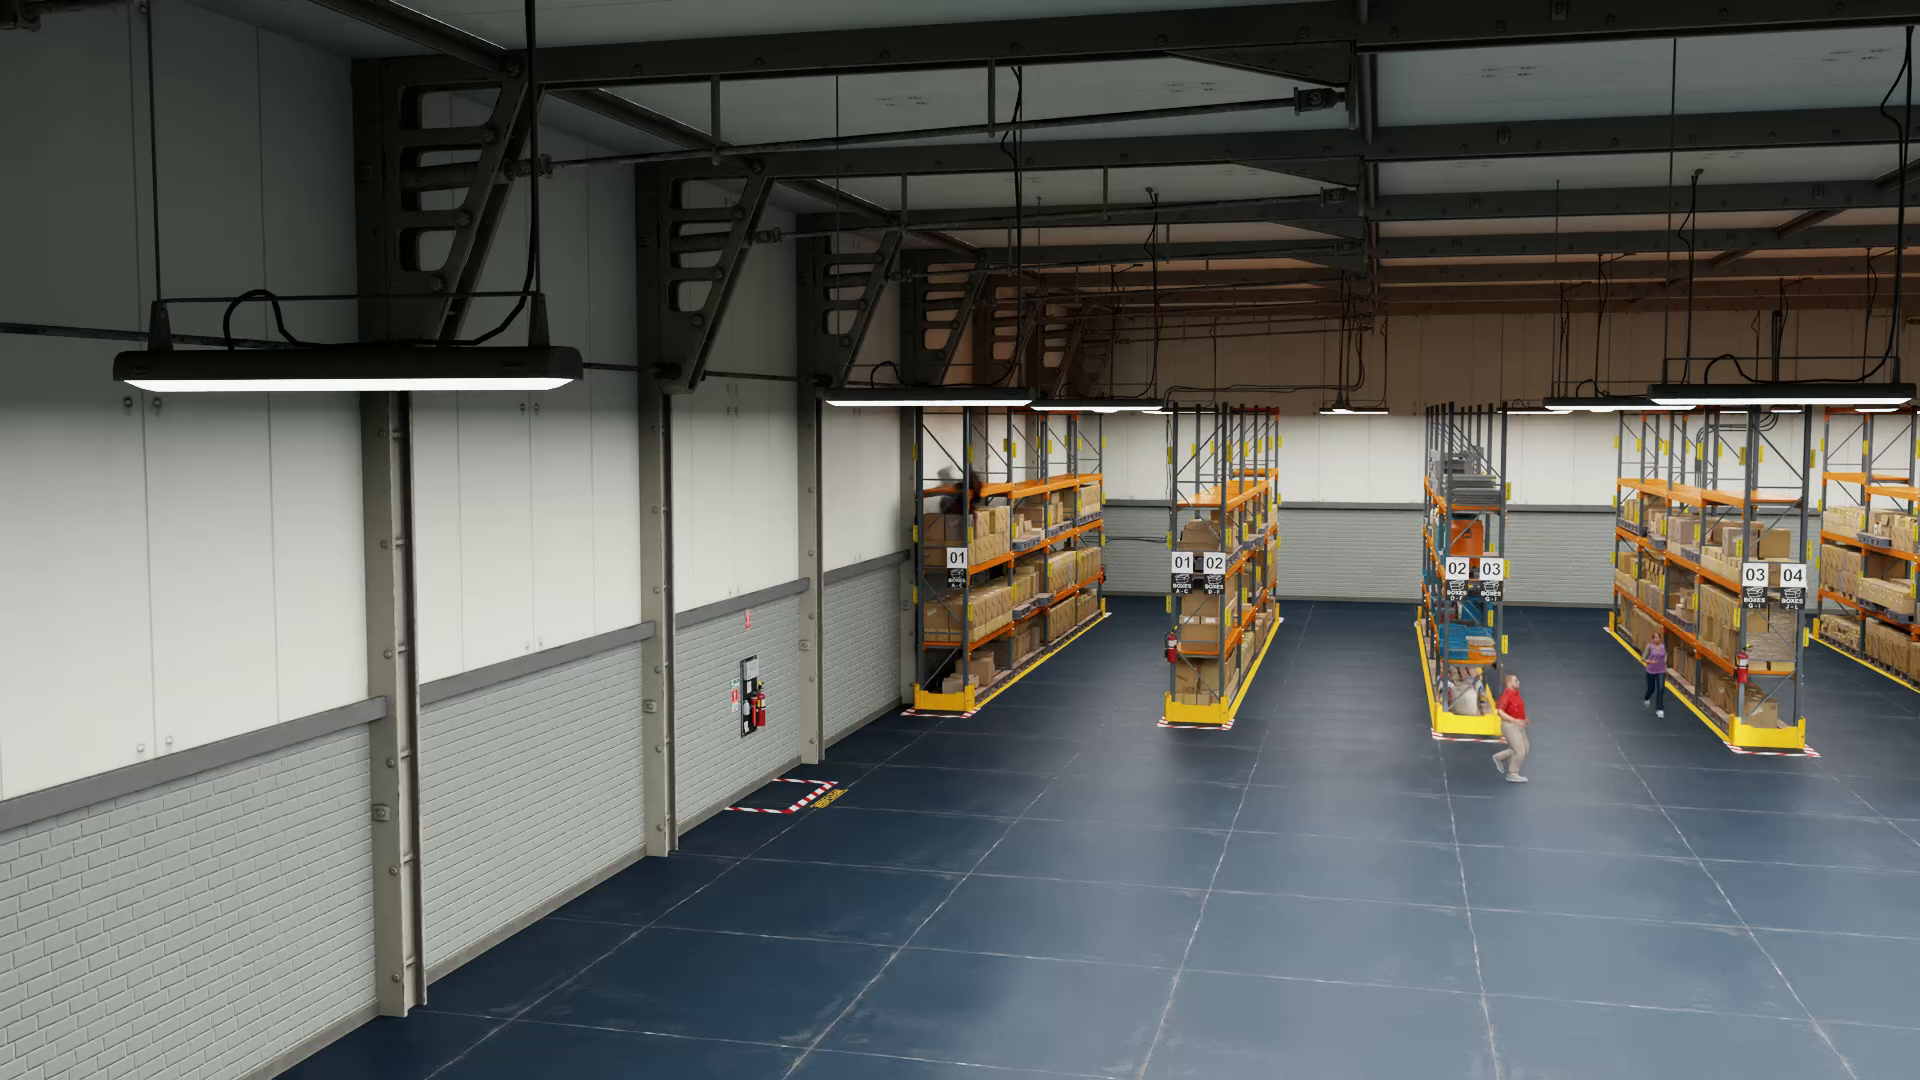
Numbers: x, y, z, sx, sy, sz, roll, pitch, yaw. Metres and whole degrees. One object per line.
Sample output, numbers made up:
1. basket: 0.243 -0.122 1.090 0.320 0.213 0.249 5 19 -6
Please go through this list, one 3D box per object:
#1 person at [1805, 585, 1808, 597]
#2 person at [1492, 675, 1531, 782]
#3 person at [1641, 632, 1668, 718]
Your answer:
1. person: 22.109 1.621 43.990 0.570 1.709 0.746 -2 4 -20
2. person: 8.664 2.949 26.174 0.629 1.672 0.661 3 5 38
3. person: 13.339 2.553 31.909 0.535 1.597 0.879 0 4 6
